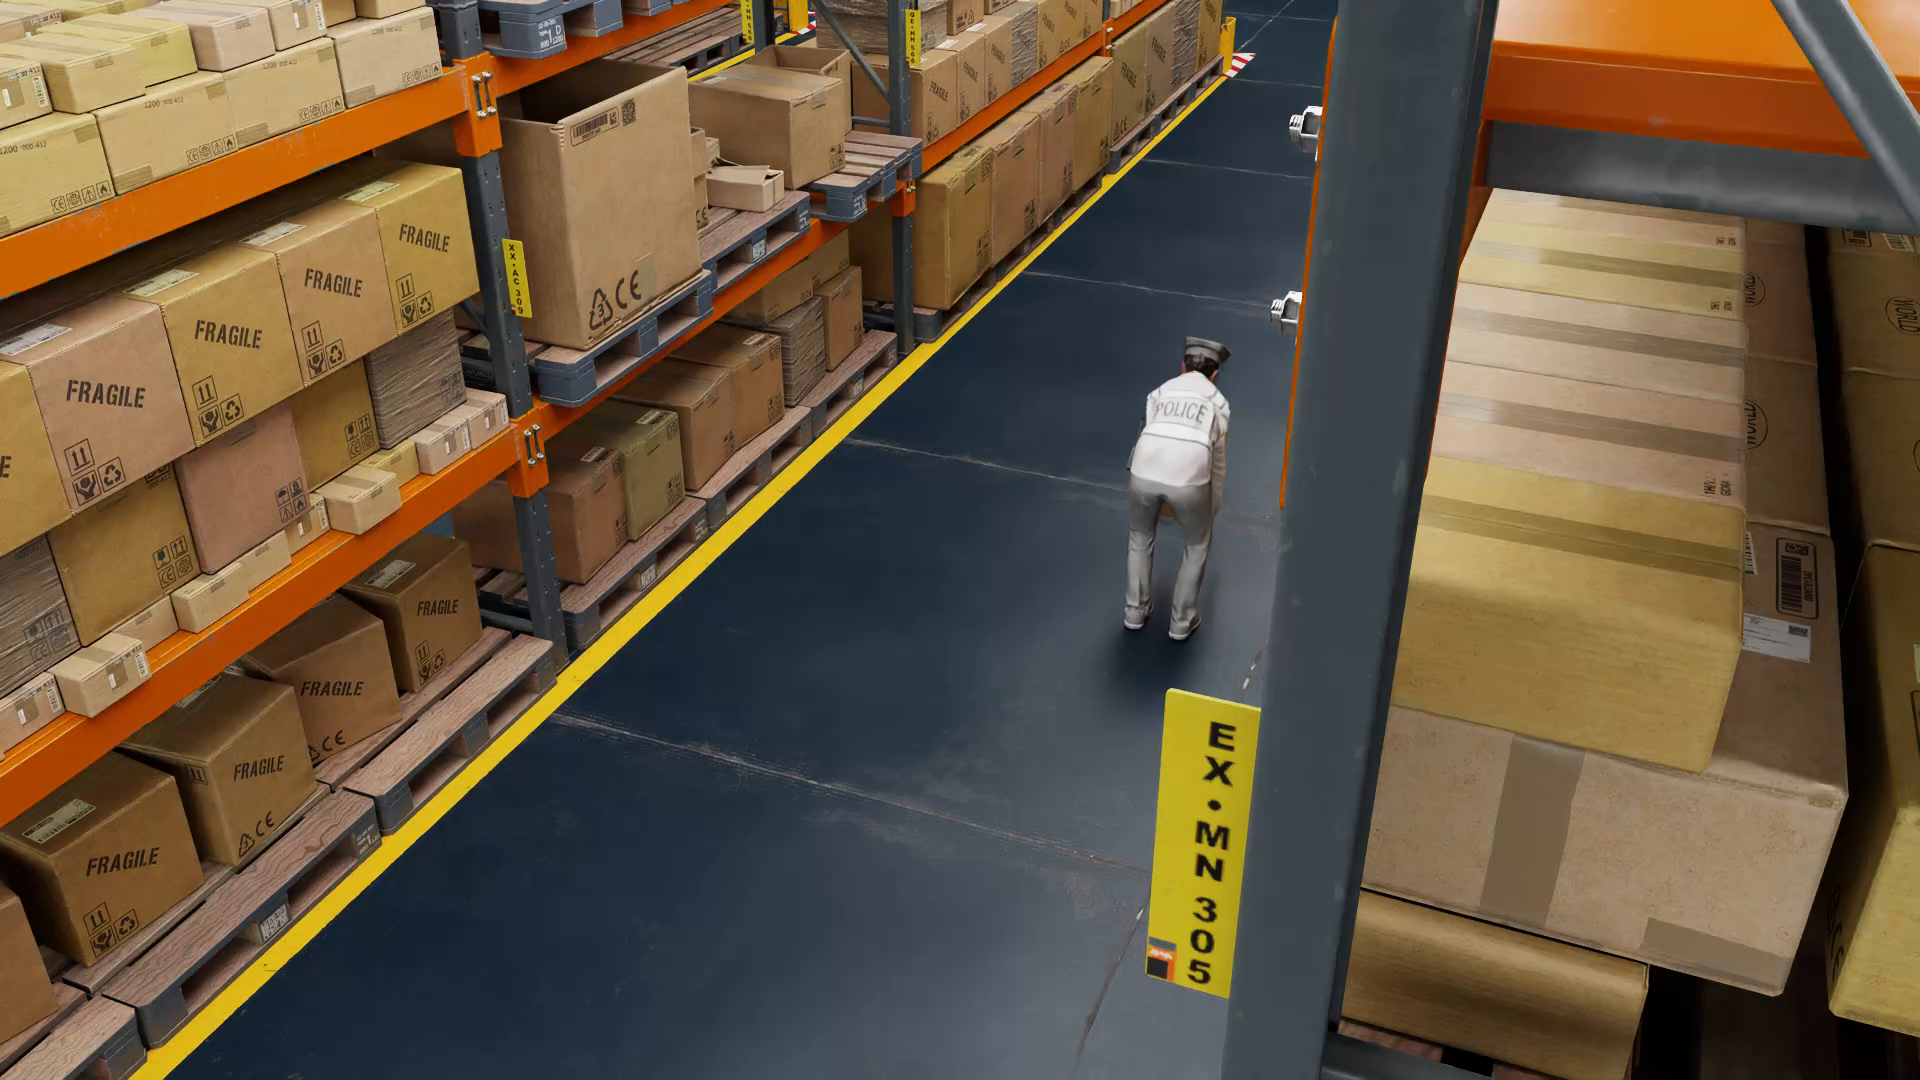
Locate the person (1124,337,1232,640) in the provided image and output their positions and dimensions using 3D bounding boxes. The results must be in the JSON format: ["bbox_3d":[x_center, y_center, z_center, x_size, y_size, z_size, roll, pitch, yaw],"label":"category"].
[{"bbox_3d":[1.055,-0.262,7.952,0.408,1.306,0.887,11,31,18],"label":"person"}]
